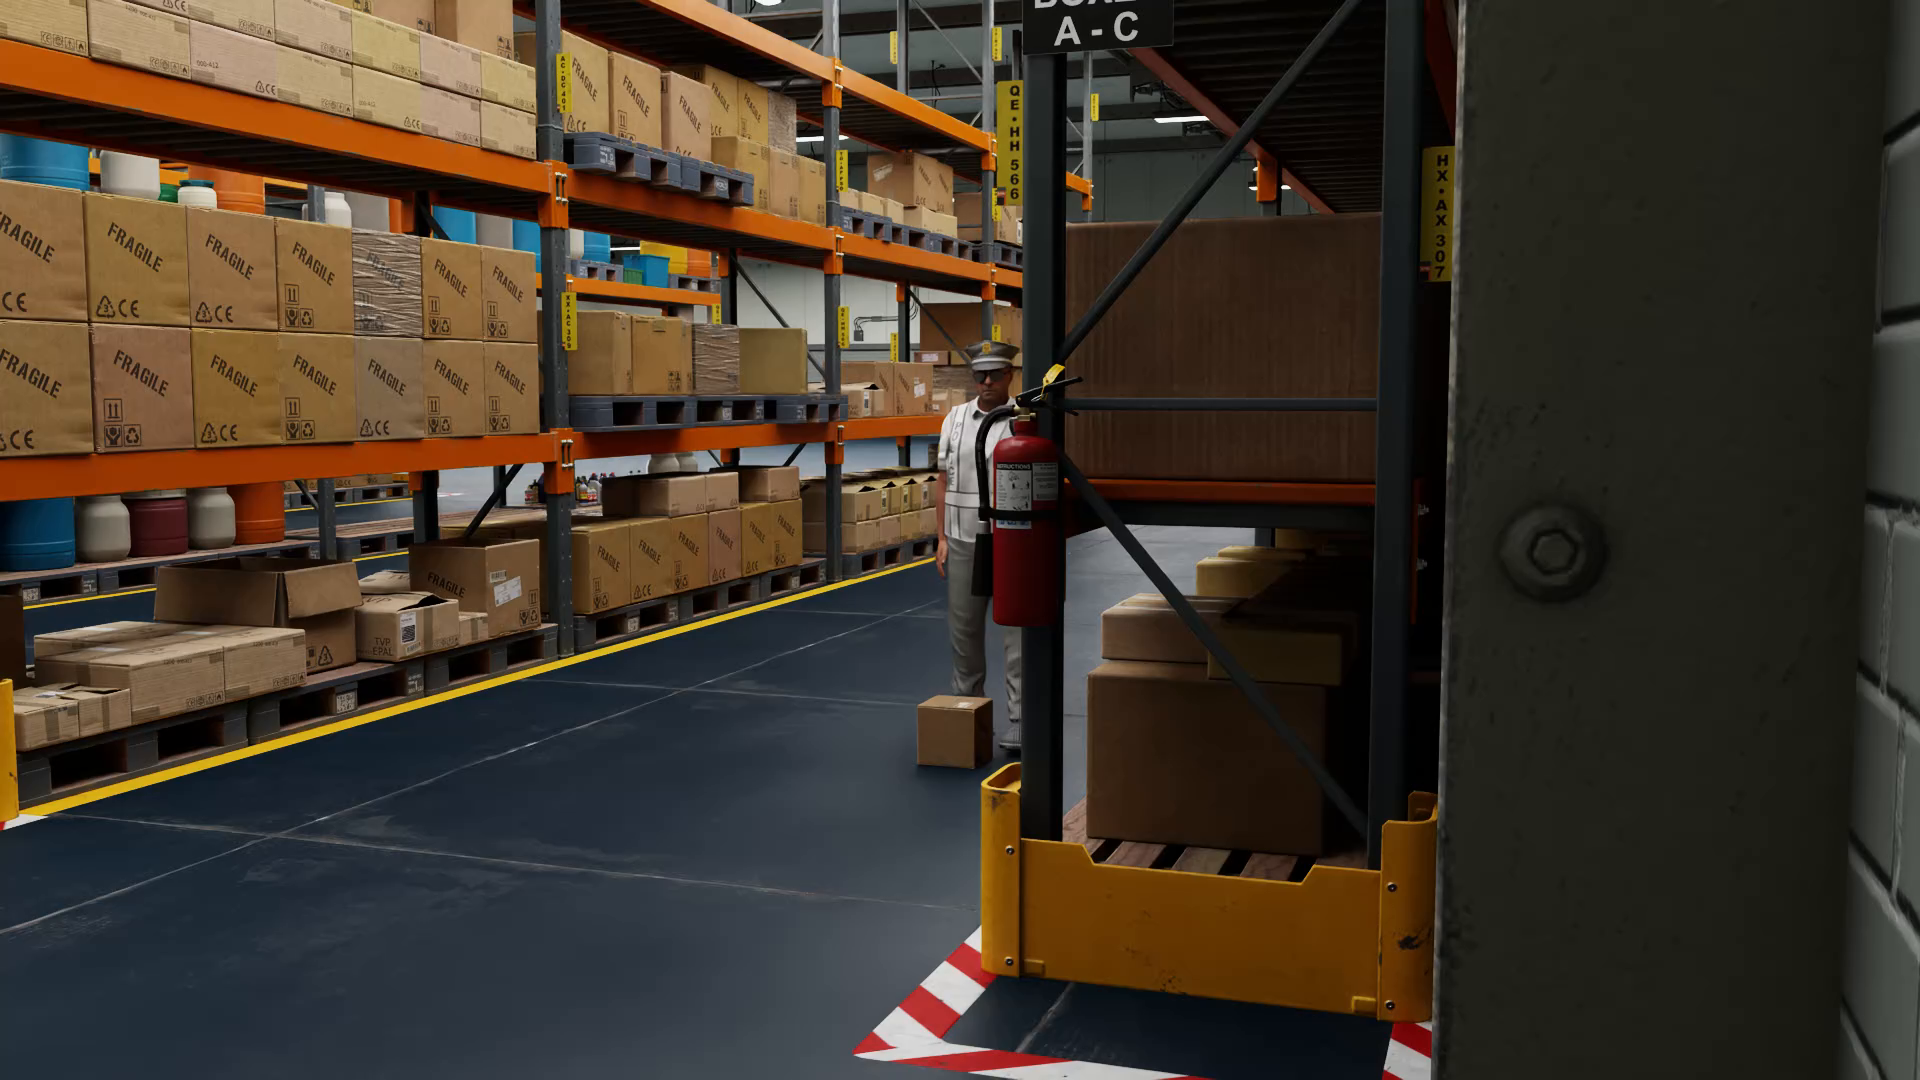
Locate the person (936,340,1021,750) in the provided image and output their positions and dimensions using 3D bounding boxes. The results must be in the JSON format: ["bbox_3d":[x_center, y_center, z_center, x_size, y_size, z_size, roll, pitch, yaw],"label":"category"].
[{"bbox_3d":[0.140,0.009,7.258,0.555,1.754,0.590,1,5,10],"label":"person"}]
